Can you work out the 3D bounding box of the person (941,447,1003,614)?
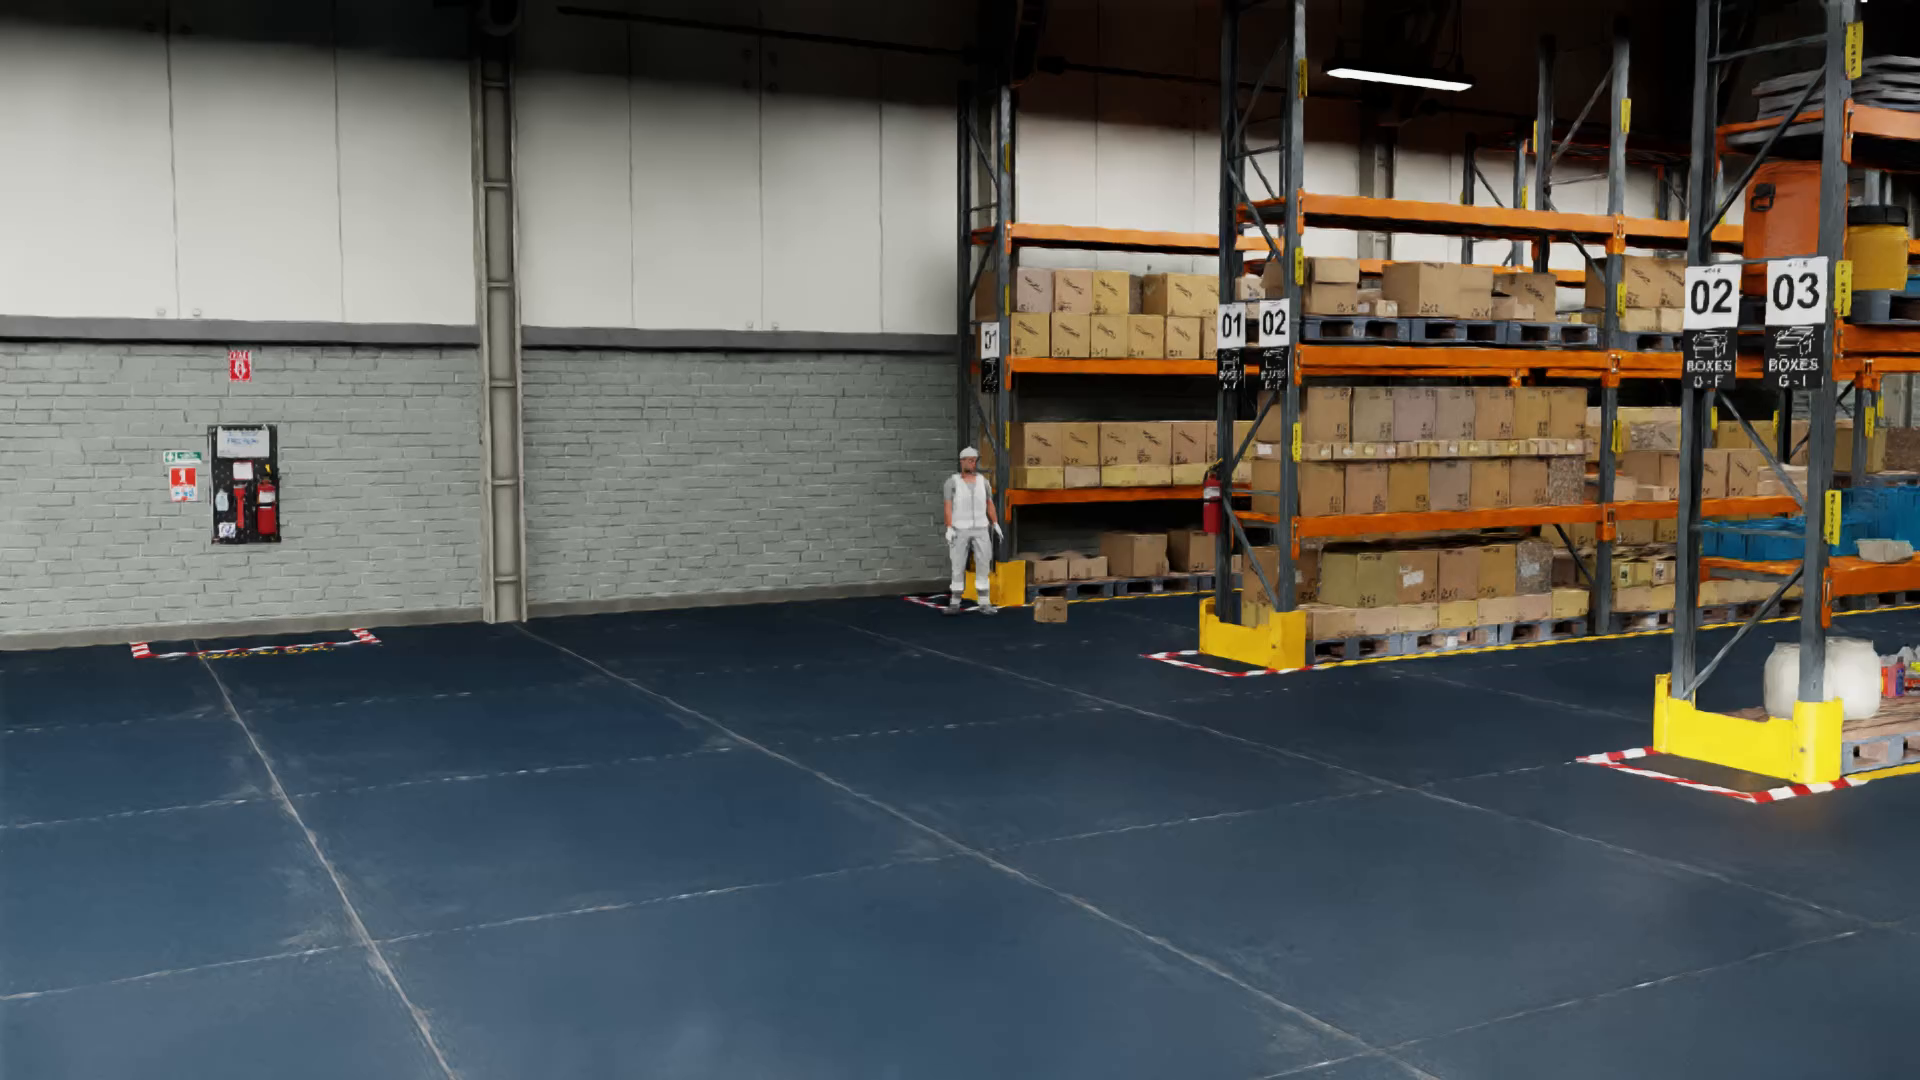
[{"bbox_3d":[0.129,-0.101,17.845,0.687,1.793,0.377,-1,5,-16],"label":"person"}]
